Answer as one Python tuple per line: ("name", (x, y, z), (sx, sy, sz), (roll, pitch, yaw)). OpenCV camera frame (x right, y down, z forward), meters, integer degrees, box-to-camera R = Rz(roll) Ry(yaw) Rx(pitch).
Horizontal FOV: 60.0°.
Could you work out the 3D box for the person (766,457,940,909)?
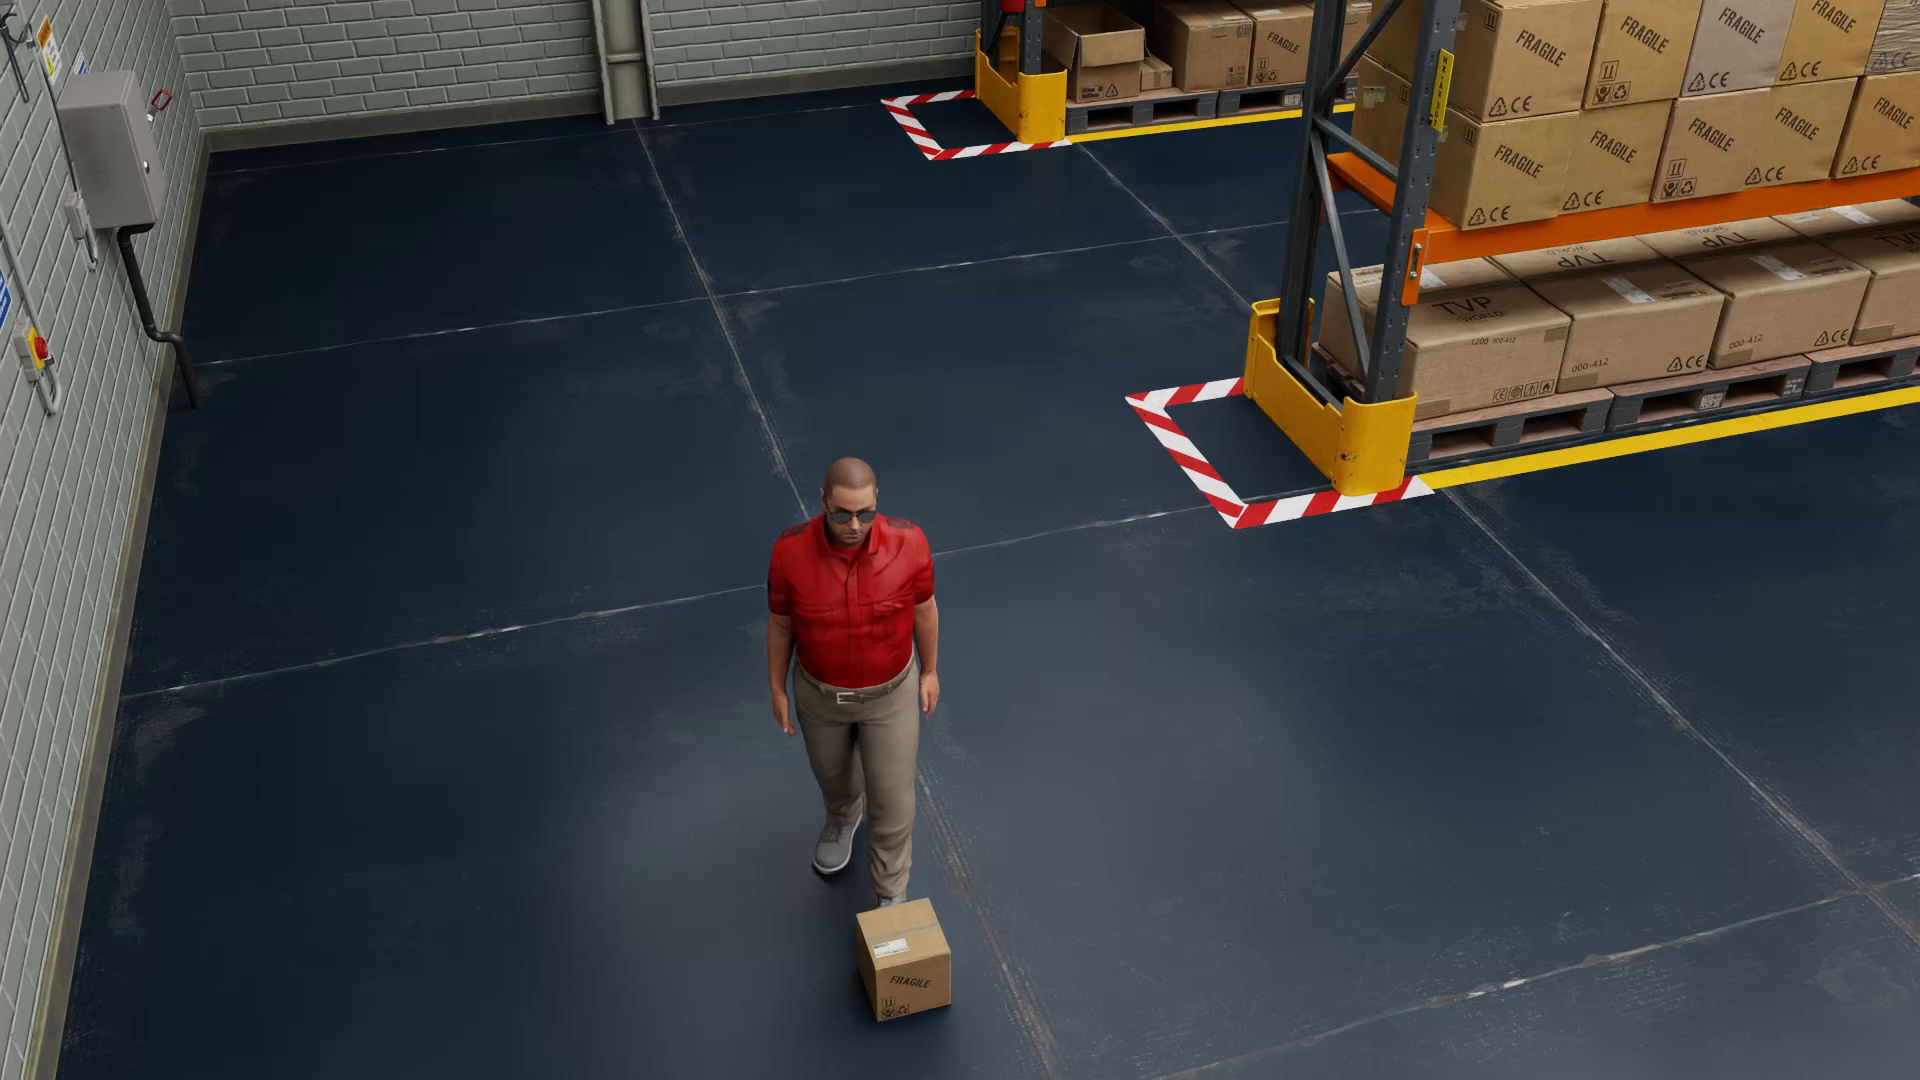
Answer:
("person", (-0.344, 0.499, 5.396), (0.555, 1.721, 0.698), (0, 34, 0))
